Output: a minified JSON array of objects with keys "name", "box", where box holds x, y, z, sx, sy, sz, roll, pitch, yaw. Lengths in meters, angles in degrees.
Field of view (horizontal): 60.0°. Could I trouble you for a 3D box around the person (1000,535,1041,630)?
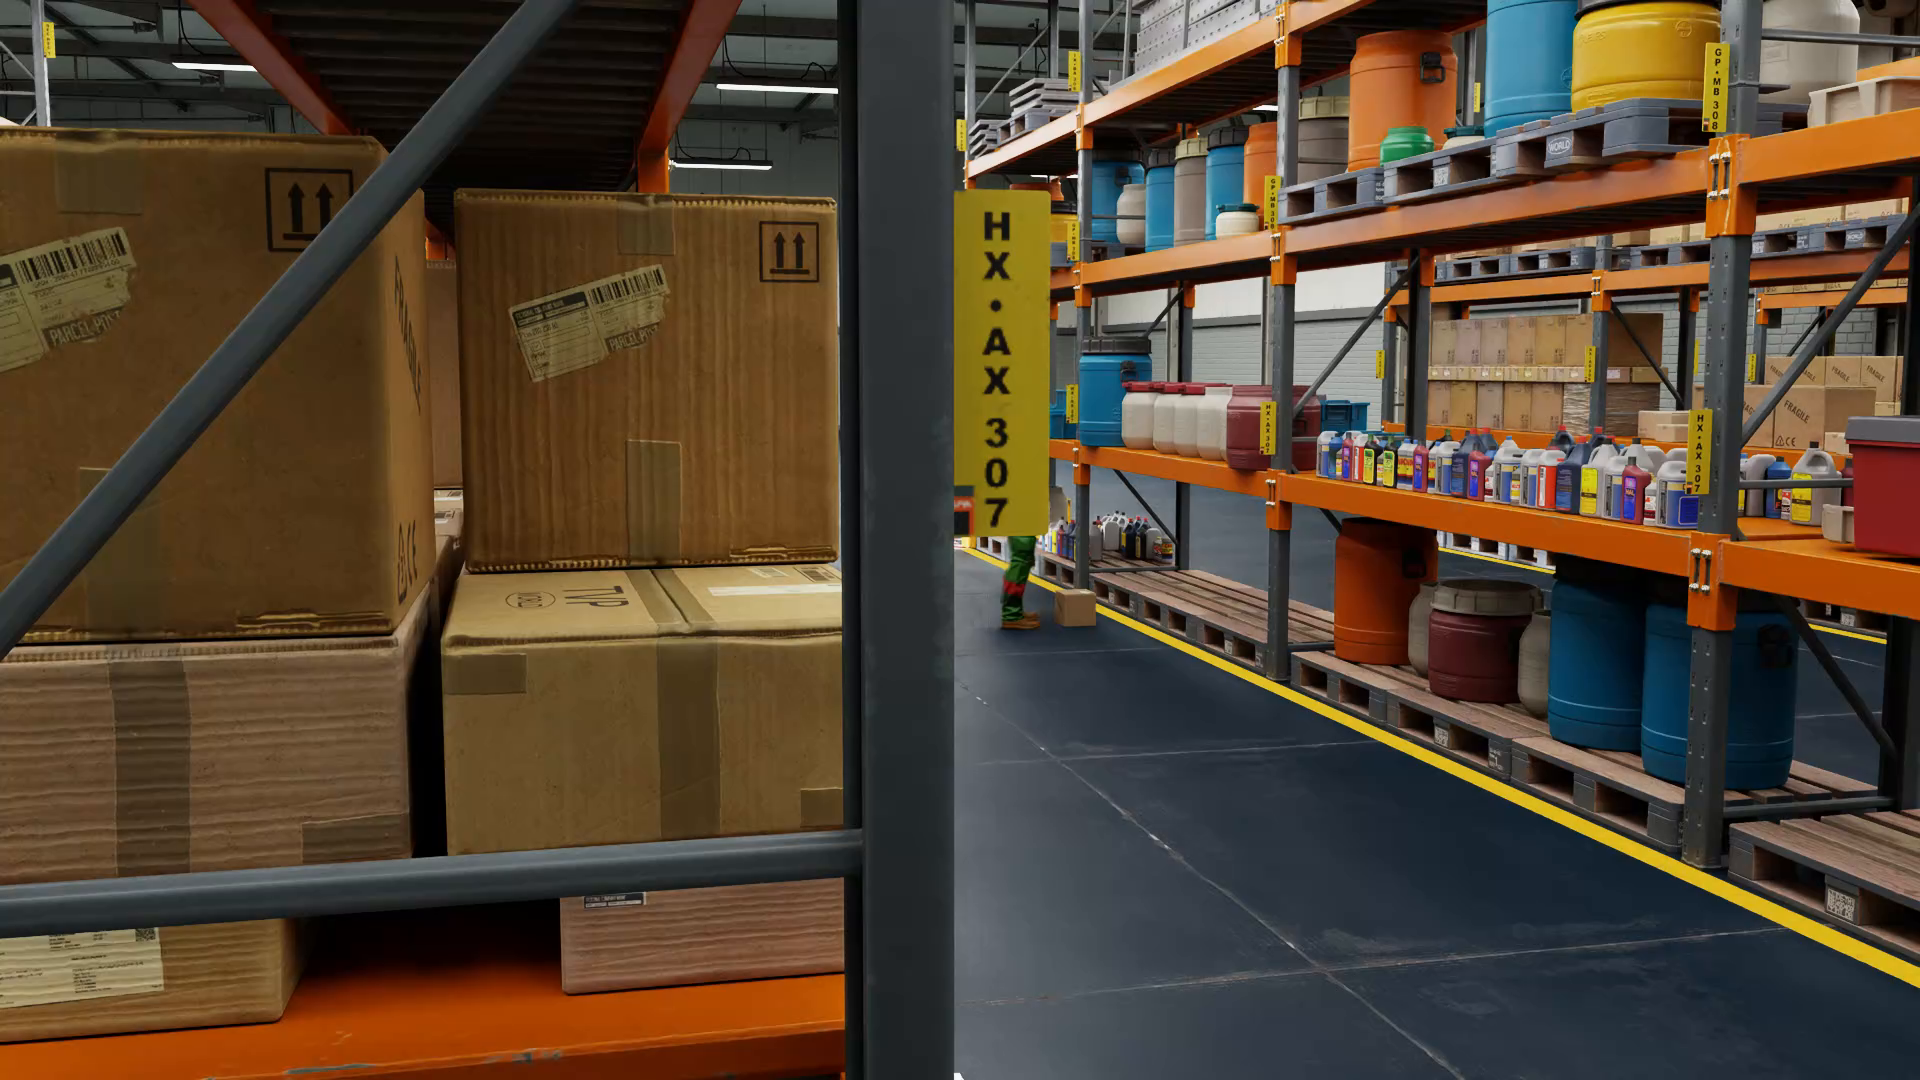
[{"name":"person","box":[0.449,-0.234,12.524,0.364,1.787,0.524,-1,6,-12]}]
